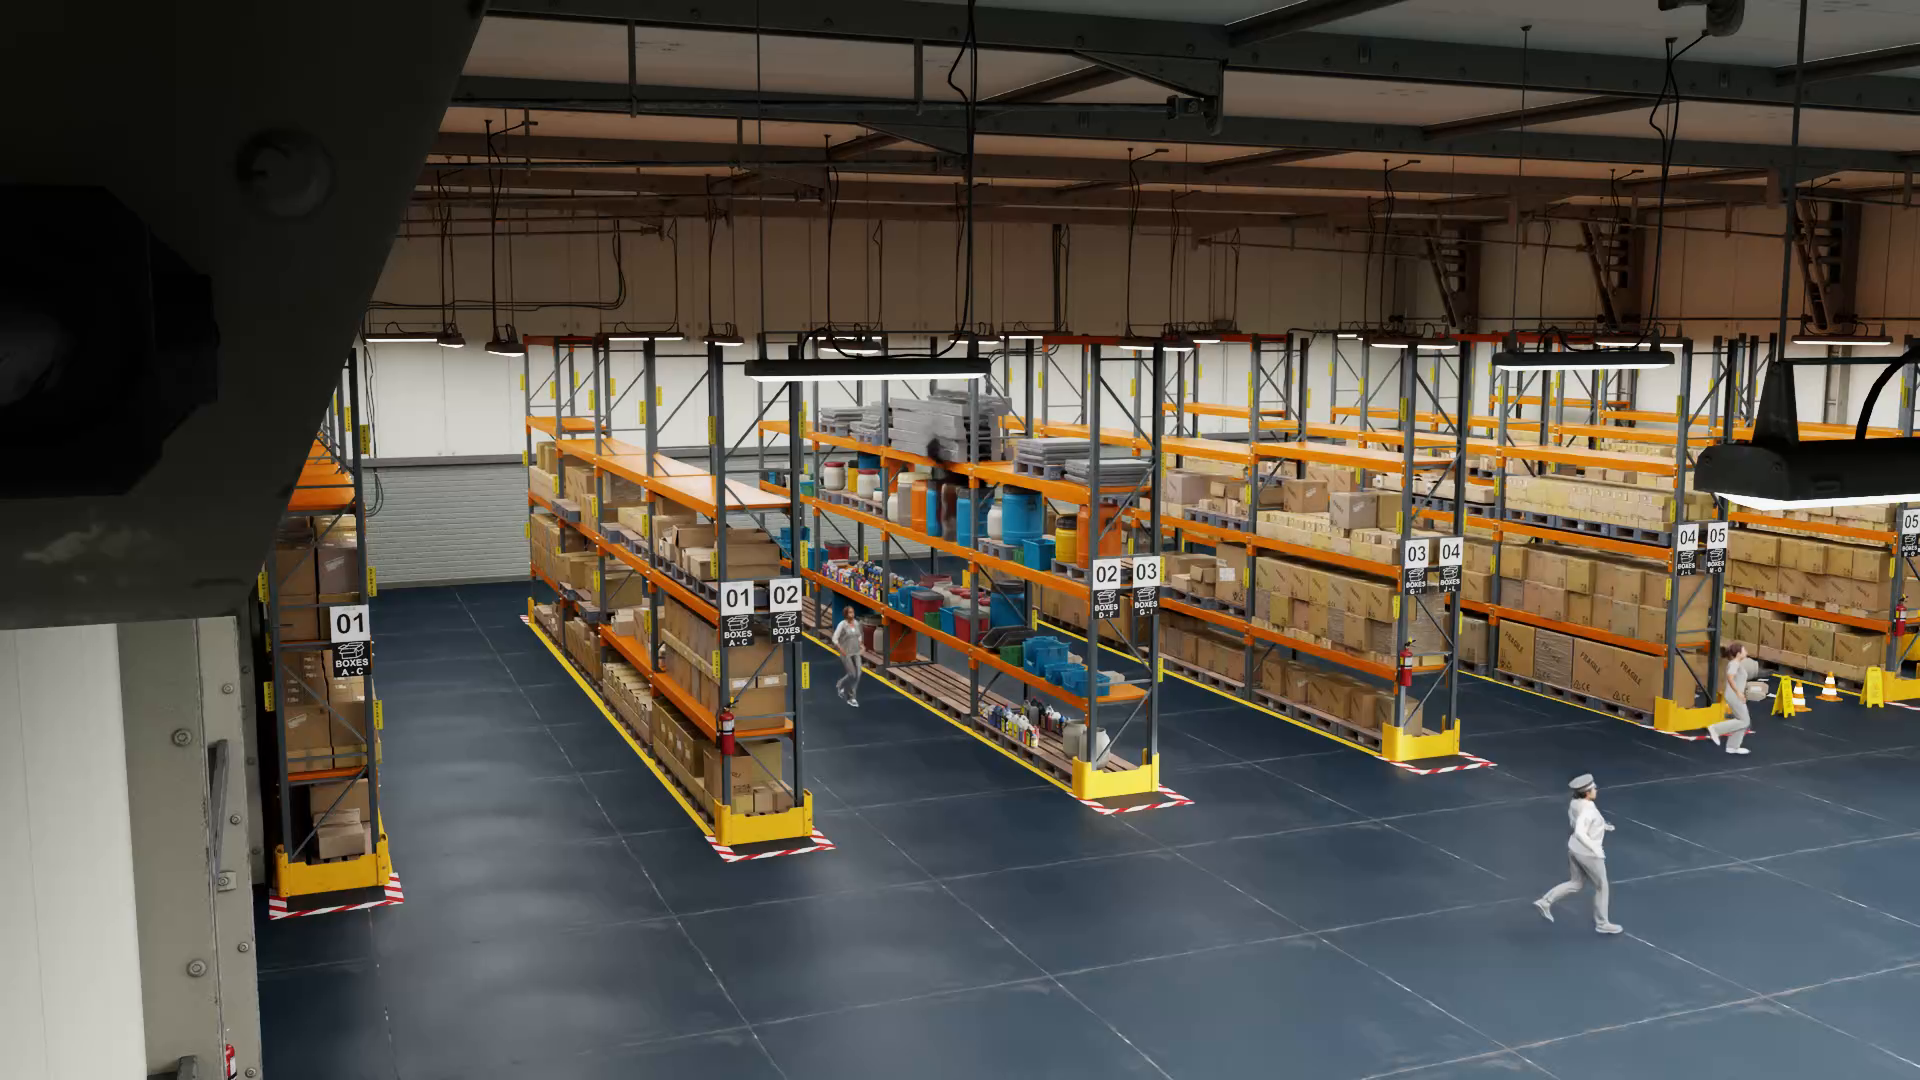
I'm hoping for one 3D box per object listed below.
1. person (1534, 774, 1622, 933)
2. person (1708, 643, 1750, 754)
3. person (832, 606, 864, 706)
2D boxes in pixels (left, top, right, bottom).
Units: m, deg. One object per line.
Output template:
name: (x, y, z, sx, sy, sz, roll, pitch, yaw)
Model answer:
person: (6.409, 3.224, 17.112, 0.896, 1.670, 0.622, 0, 8, -3)
person: (11.288, 2.307, 24.386, 0.562, 1.610, 0.611, 3, 8, 19)
person: (-1.735, 1.809, 26.108, 0.537, 1.570, 0.513, -6, 9, -36)
